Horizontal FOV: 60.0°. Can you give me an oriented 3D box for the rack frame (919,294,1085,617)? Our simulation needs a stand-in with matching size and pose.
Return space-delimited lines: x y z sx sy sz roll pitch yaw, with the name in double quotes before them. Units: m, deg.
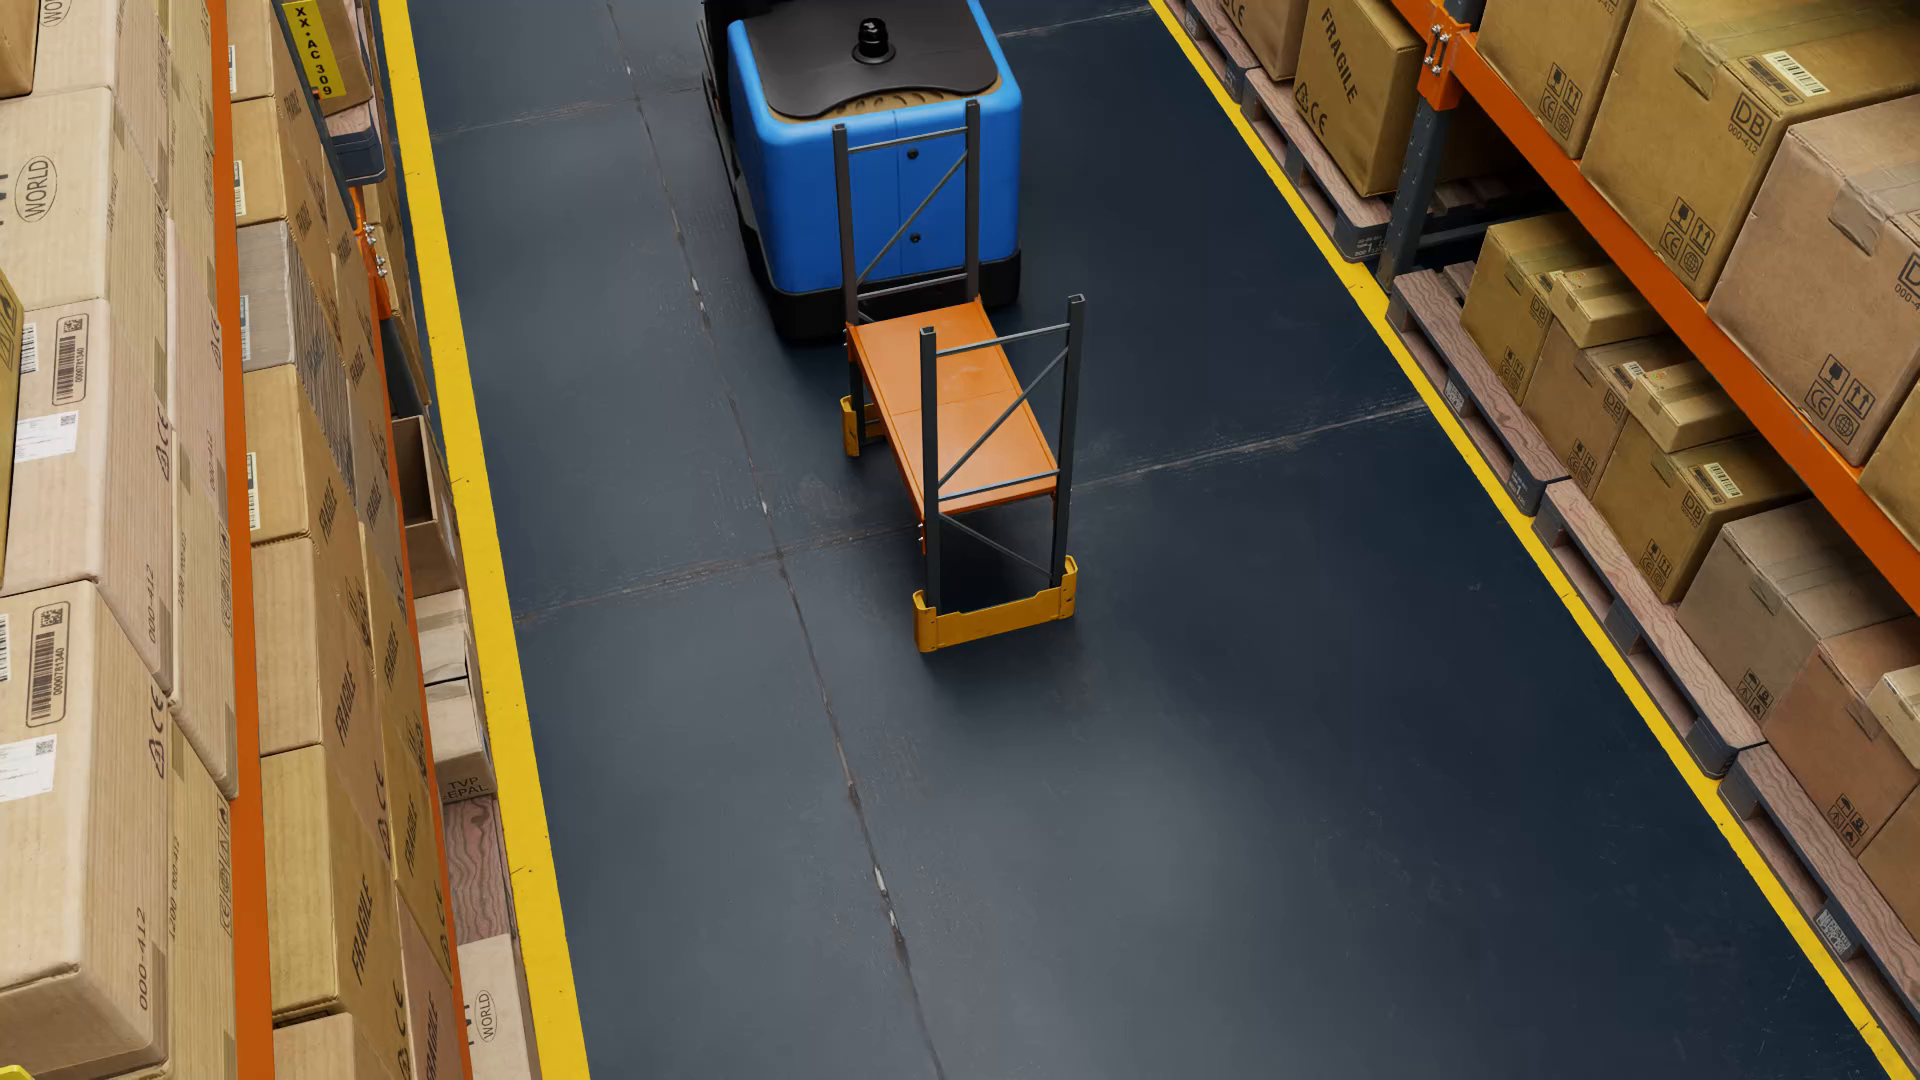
"rack frame" 0.125 -0.174 5.416 0.500 1.500 0.032 -13 51 -11

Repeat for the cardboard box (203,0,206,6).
"cardboard box" -1.903 -1.304 3.524 0.500 0.250 0.500 -13 51 -11

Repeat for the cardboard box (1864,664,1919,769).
"cardboard box" 2.884 0.484 4.816 0.380 0.149 0.250 -12 51 -10

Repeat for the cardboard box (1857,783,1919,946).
"cardboard box" 3.173 0.932 4.863 0.700 0.500 0.500 -13 51 -11

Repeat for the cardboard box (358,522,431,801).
"cardboard box" -1.585 0.349 3.929 0.500 0.500 0.500 -13 51 -10

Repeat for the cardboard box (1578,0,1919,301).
"cardboard box" 2.648 -1.334 5.216 0.980 0.700 0.700 -14 51 -12

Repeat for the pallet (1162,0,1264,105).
"pallet" 1.628 -2.712 8.398 1.003 0.211 1.213 -13 51 -11

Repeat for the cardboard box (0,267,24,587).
"cardboard box" -1.490 -0.204 1.779 0.700 0.500 0.500 -13 51 -11

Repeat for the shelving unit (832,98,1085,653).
"shelving unit" -0.023 -0.539 5.724 0.587 1.500 1.083 -13 51 -11

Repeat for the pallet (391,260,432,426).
"pallet" -2.715 -0.735 6.732 1.003 0.211 1.213 -13 51 -11

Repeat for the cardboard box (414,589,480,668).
"cardboard box" -1.831 0.341 5.578 0.380 0.149 0.250 -13 51 -11

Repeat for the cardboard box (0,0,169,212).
"cardboard box" -1.598 -0.737 2.719 0.500 0.250 0.500 -13 51 -11

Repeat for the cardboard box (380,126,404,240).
"cardboard box" -2.658 -1.547 6.939 0.500 0.500 0.500 -13 51 -11

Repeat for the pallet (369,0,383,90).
"pallet" -3.437 -2.517 8.234 1.003 0.211 1.213 -13 51 -11

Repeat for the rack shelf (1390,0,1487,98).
"rack shelf" 1.701 -3.400 7.625 1.077 0.370 4.000 -13 51 -11

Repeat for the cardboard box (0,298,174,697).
"cardboard box" -1.300 -0.008 2.104 0.500 0.250 0.500 -13 51 -11

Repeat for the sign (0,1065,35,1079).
"sign" -0.737 0.502 1.332 0.100 0.325 0.005 -13 51 -11

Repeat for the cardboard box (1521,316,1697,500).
"cardboard box" 2.561 -0.564 6.124 0.700 0.500 0.500 -14 51 -11

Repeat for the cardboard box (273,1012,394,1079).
"cardboard box" -1.135 1.135 2.612 0.500 0.500 0.500 -12 51 -10

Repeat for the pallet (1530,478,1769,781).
"pallet" 2.807 0.193 5.949 1.003 0.211 1.213 -13 51 -11

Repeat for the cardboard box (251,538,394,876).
"cardboard box" -1.440 0.388 3.242 0.500 0.500 0.500 -13 51 -10

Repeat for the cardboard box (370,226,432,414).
"cardboard box" -2.349 -0.793 6.304 0.500 0.500 0.500 -15 52 -13

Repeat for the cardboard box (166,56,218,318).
"cardboard box" -1.604 -0.575 2.909 0.500 0.250 0.500 -13 51 -11

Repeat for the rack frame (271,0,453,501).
"rack frame" -2.439 -1.049 5.172 1.000 3.000 0.127 -13 51 -11

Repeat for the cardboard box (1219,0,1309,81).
"cardboard box" 1.710 -2.708 7.702 0.750 0.750 0.750 -12 51 -10

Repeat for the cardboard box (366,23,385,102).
"cardboard box" -2.968 -2.298 7.573 0.500 0.500 0.500 -15 51 -12

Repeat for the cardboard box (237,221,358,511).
"cardboard box" -1.739 -0.351 3.864 0.500 0.500 0.500 -13 51 -11

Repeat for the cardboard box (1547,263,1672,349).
"cardboard box" 2.343 -0.849 5.940 0.380 0.149 0.250 -12 51 -10

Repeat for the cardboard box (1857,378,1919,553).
"cardboard box" 3.089 -0.246 4.299 0.980 0.700 0.700 -14 51 -11

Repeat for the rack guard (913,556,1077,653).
"rack guard" 0.125 0.227 5.895 0.587 0.250 0.087 -13 51 -11

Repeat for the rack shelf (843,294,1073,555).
"rack shelf" -0.025 -0.430 5.867 0.538 0.185 1.000 -13 51 -11

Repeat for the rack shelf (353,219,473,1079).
"rack shelf" -1.847 0.644 4.216 1.077 0.370 4.000 -13 51 -11

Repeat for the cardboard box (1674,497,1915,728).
"cardboard box" 2.875 0.199 5.480 0.700 0.500 0.500 -15 51 -12

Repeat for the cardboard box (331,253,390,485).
"cardboard box" -1.892 -0.398 4.558 0.500 0.500 0.500 -12 51 -10

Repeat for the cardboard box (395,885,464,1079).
"cardboard box" -1.293 1.081 3.311 0.500 0.500 0.500 -14 51 -11

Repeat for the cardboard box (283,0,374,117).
"cardboard box" -2.365 -1.613 5.308 0.700 0.500 0.500 -30 56 -23

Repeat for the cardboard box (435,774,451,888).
"cardboard box" -1.878 0.985 4.803 0.797 0.503 0.637 -13 51 -11

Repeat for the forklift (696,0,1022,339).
"forklift" -0.605 -2.929 6.802 1.130 2.935 3.031 -11 51 -9

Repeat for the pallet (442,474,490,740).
"pallet" -2.236 0.352 5.815 1.003 0.211 1.213 -13 51 -11

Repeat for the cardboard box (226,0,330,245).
"cardboard box" -2.042 -1.092 4.490 0.500 0.500 0.500 -13 51 -11

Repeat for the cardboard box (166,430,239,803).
"cardboard box" -1.300 0.154 2.295 0.500 0.250 0.500 -13 51 -11
